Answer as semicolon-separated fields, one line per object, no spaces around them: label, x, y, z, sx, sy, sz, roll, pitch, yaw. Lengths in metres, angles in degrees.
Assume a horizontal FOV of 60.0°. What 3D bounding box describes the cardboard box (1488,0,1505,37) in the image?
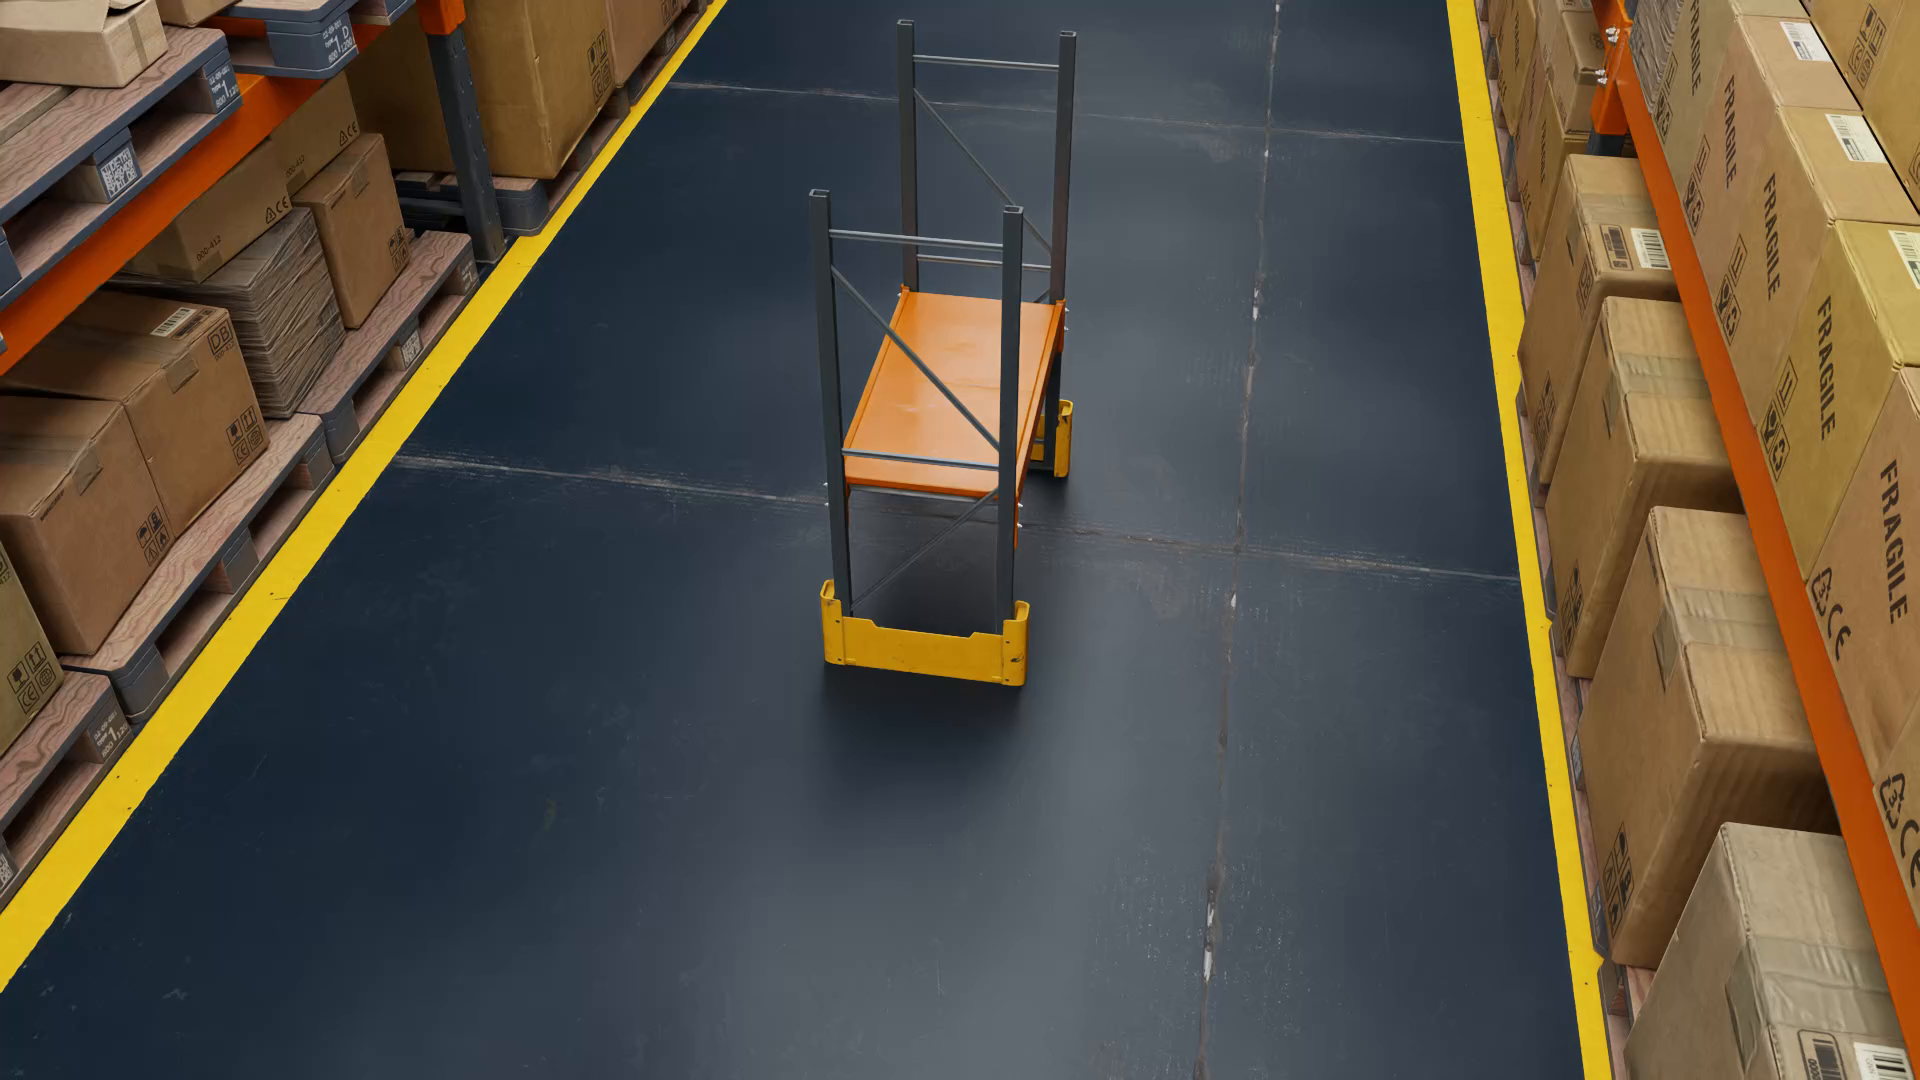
cardboard box;2.768;-2.658;7.743;0.500;0.500;0.500;8;40;10

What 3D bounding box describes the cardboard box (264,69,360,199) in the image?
cardboard box;-2.399;-1.398;5.614;0.500;0.250;0.500;8;40;9

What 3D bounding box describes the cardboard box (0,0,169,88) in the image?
cardboard box;-2.335;-1.360;4.317;0.396;0.266;0.258;5;40;6

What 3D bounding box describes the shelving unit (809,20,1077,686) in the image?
shelving unit;-0.013;-0.530;4.714;0.587;1.500;1.083;6;40;8

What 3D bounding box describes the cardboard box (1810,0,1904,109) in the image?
cardboard box;2.295;-1.219;3.507;0.700;0.500;0.500;6;40;7

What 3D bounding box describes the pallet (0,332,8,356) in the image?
pallet;-2.729;-0.205;3.295;1.003;0.211;1.213;6;40;8

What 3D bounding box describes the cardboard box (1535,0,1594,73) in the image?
cardboard box;2.492;-1.980;6.334;0.500;0.250;0.500;7;40;8

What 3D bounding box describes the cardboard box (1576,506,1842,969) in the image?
cardboard box;2.052;0.495;3.733;1.050;0.750;0.750;6;40;8

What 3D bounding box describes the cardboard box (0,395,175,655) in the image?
cardboard box;-2.680;-0.053;4.577;0.700;0.500;0.500;3;40;4

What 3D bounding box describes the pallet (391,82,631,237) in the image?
pallet;-2.102;-1.738;7.186;1.003;0.211;1.213;6;40;8

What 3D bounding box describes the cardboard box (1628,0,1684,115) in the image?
cardboard box;2.212;-1.502;4.635;0.500;0.500;0.500;7;40;8

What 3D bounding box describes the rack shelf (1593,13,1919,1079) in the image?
rack shelf;2.209;-0.183;3.682;1.077;0.370;4.000;6;40;8

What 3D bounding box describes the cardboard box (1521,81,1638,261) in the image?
cardboard box;2.412;-1.356;6.168;0.500;0.500;0.500;6;40;7

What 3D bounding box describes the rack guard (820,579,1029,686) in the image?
rack guard;-0.099;0.264;4.734;0.587;0.250;0.087;6;40;8

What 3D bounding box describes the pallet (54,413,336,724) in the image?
pallet;-2.663;0.002;5.082;1.003;0.211;1.213;6;40;8

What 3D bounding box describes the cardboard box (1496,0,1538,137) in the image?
cardboard box;2.581;-2.015;6.965;0.500;0.500;0.500;5;40;6

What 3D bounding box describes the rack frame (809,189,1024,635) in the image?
rack frame;-0.103;-0.205;4.321;0.500;1.500;0.032;6;40;8

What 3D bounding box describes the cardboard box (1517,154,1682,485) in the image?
cardboard box;2.361;-0.638;5.104;1.050;0.750;0.750;6;40;7

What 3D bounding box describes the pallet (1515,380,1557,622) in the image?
pallet;2.344;-0.155;5.271;1.003;0.211;1.213;6;40;8

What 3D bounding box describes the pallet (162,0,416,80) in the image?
pallet;-2.331;-1.793;5.215;1.213;0.211;1.003;6;40;8

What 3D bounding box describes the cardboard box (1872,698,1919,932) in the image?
cardboard box;1.690;0.399;2.335;0.500;0.500;0.500;6;40;7

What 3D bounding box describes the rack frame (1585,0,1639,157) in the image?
rack frame;2.555;-1.716;4.971;1.000;3.000;0.127;6;40;8

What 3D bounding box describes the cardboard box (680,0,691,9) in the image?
cardboard box;-1.865;-3.215;8.122;1.225;0.875;0.875;5;40;6

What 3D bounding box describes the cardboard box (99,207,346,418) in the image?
cardboard box;-2.492;-0.760;5.432;0.700;0.500;0.500;3;40;4

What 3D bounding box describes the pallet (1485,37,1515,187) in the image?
pallet;2.905;-1.895;7.376;1.003;0.211;1.213;6;40;8

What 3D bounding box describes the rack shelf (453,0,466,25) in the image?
rack shelf;-1.966;-3.304;7.457;1.077;0.370;4.000;6;40;8

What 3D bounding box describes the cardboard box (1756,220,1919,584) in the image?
cardboard box;1.865;-0.235;3.102;0.500;0.500;0.500;7;40;8

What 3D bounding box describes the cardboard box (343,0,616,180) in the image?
cardboard box;-2.173;-2.100;6.774;1.225;0.875;0.875;5;40;6

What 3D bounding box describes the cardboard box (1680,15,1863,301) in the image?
cardboard box;2.039;-0.866;3.865;0.500;0.500;0.500;6;40;8

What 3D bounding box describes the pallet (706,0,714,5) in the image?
pallet;-1.680;-3.269;9.038;1.003;0.211;1.213;6;40;8

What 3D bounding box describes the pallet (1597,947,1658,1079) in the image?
pallet;1.922;1.377;3.419;1.003;0.211;1.213;6;40;8
